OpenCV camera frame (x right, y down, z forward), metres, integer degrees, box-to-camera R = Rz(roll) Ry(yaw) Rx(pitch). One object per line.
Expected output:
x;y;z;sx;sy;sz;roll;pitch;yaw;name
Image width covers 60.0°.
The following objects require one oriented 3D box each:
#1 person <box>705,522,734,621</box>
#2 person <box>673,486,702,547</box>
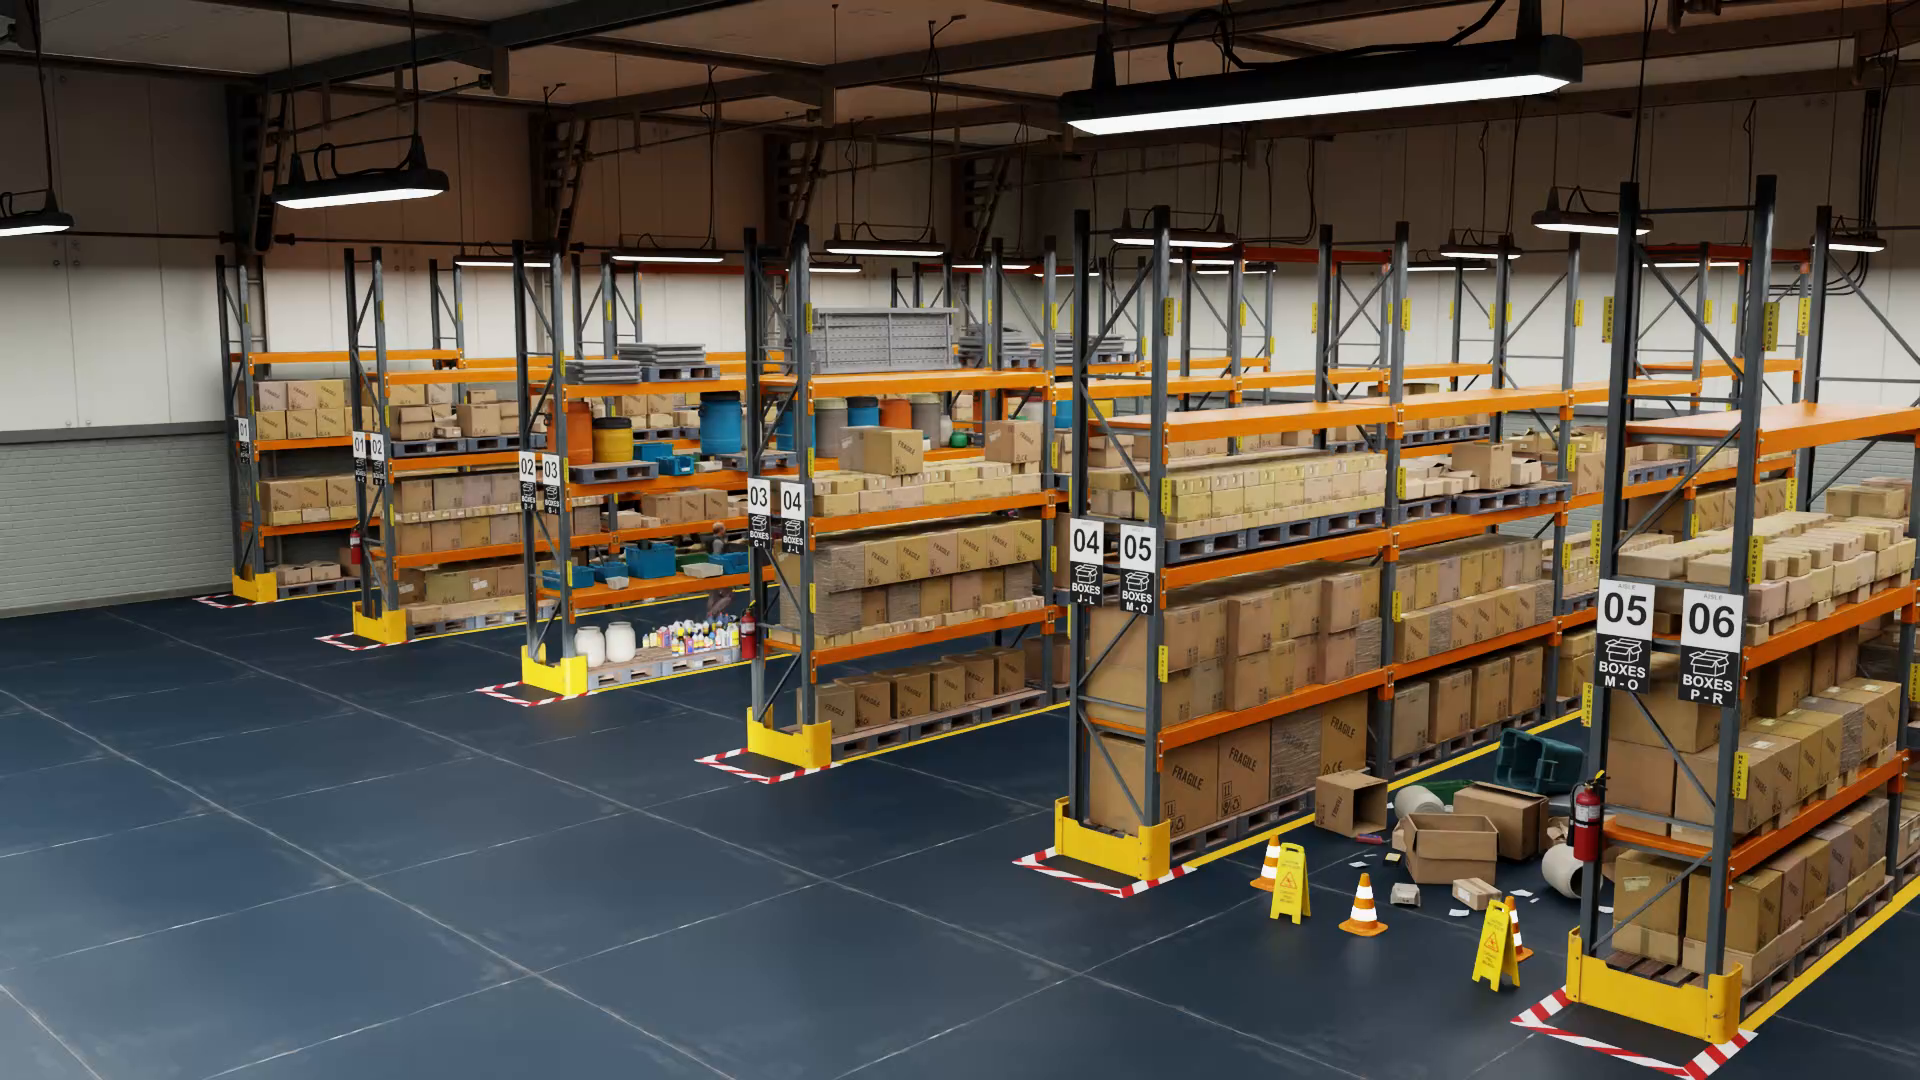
-3.896;0.567;26.473;0.458;1.710;0.579;-6;10;-36;person
-5.496;-0.432;33.386;0.629;1.770;0.868;5;9;29;person
